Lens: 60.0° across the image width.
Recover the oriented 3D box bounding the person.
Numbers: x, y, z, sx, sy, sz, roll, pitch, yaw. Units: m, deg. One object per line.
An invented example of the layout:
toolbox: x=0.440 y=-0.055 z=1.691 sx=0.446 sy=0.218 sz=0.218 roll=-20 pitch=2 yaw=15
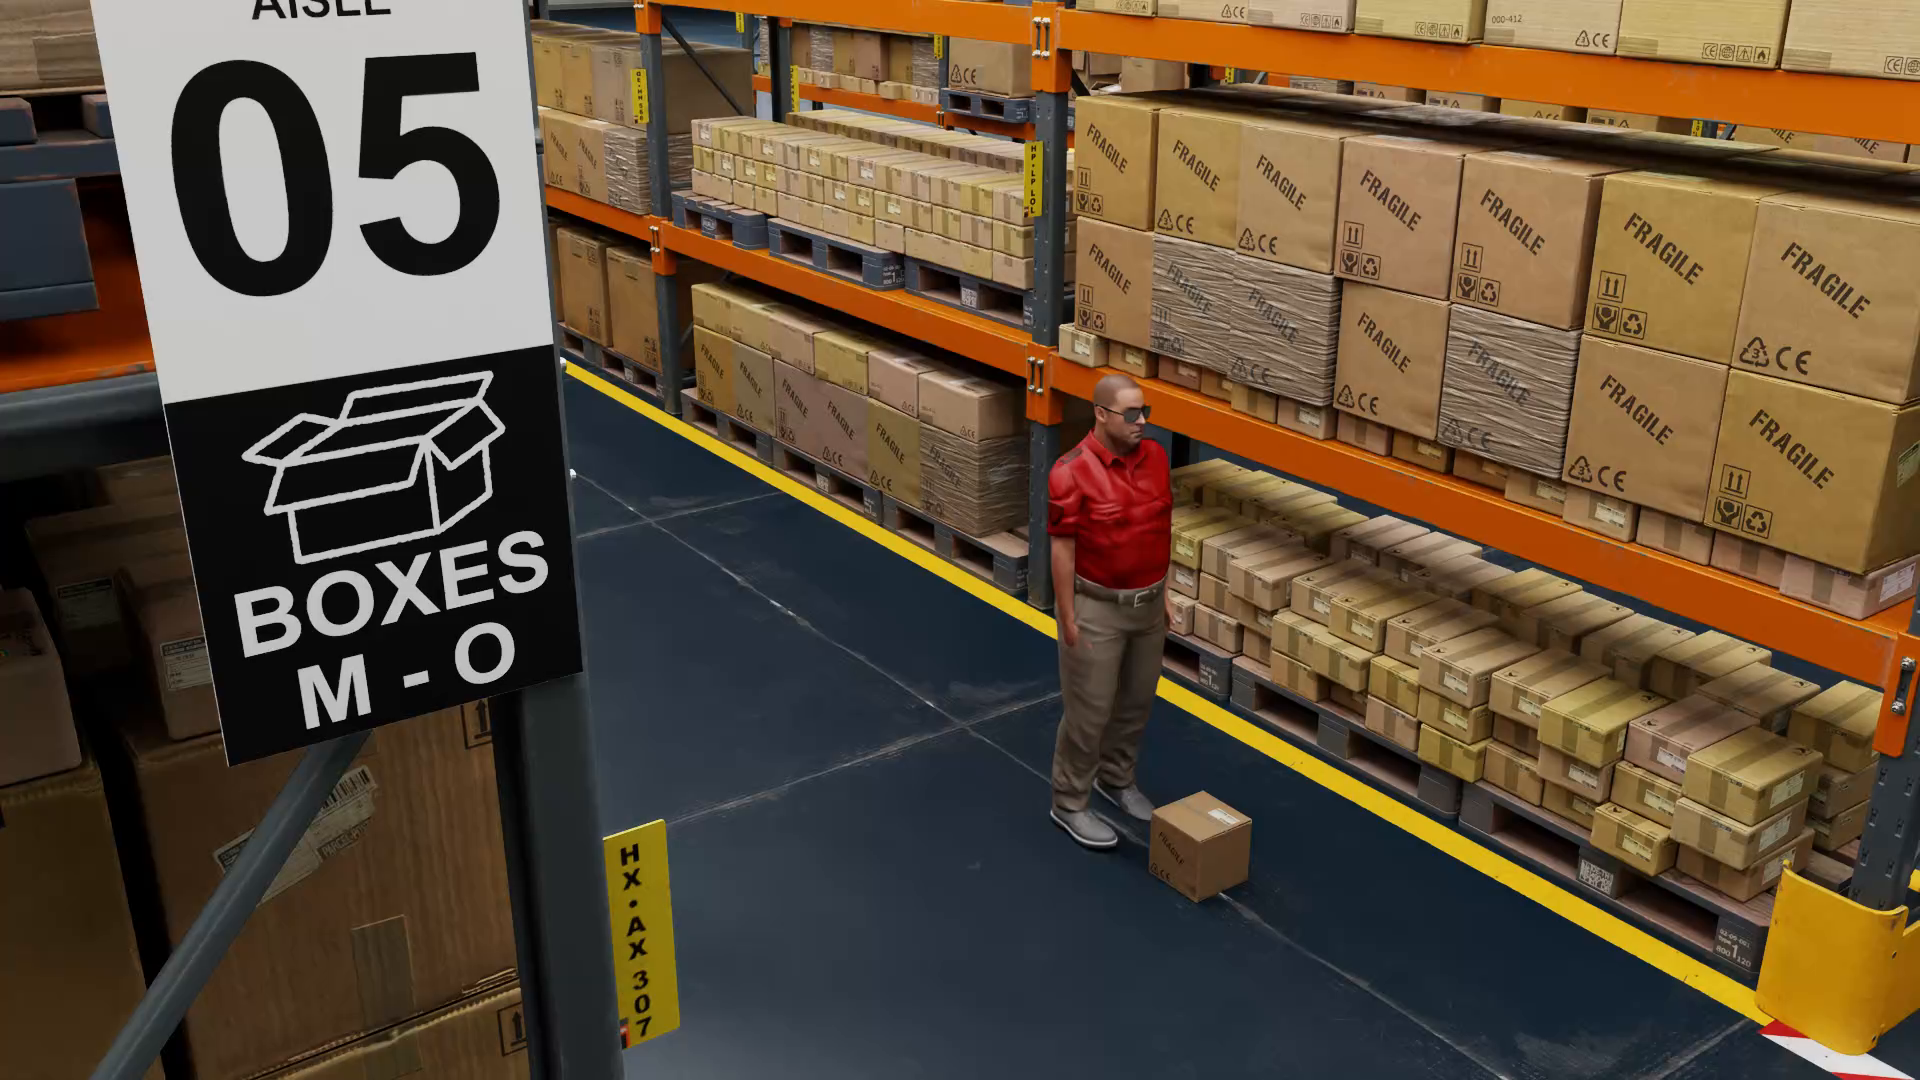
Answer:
person: x=0.562 y=0.266 z=5.976 sx=0.520 sy=1.757 sz=0.380 roll=-14 pitch=25 yaw=-32
